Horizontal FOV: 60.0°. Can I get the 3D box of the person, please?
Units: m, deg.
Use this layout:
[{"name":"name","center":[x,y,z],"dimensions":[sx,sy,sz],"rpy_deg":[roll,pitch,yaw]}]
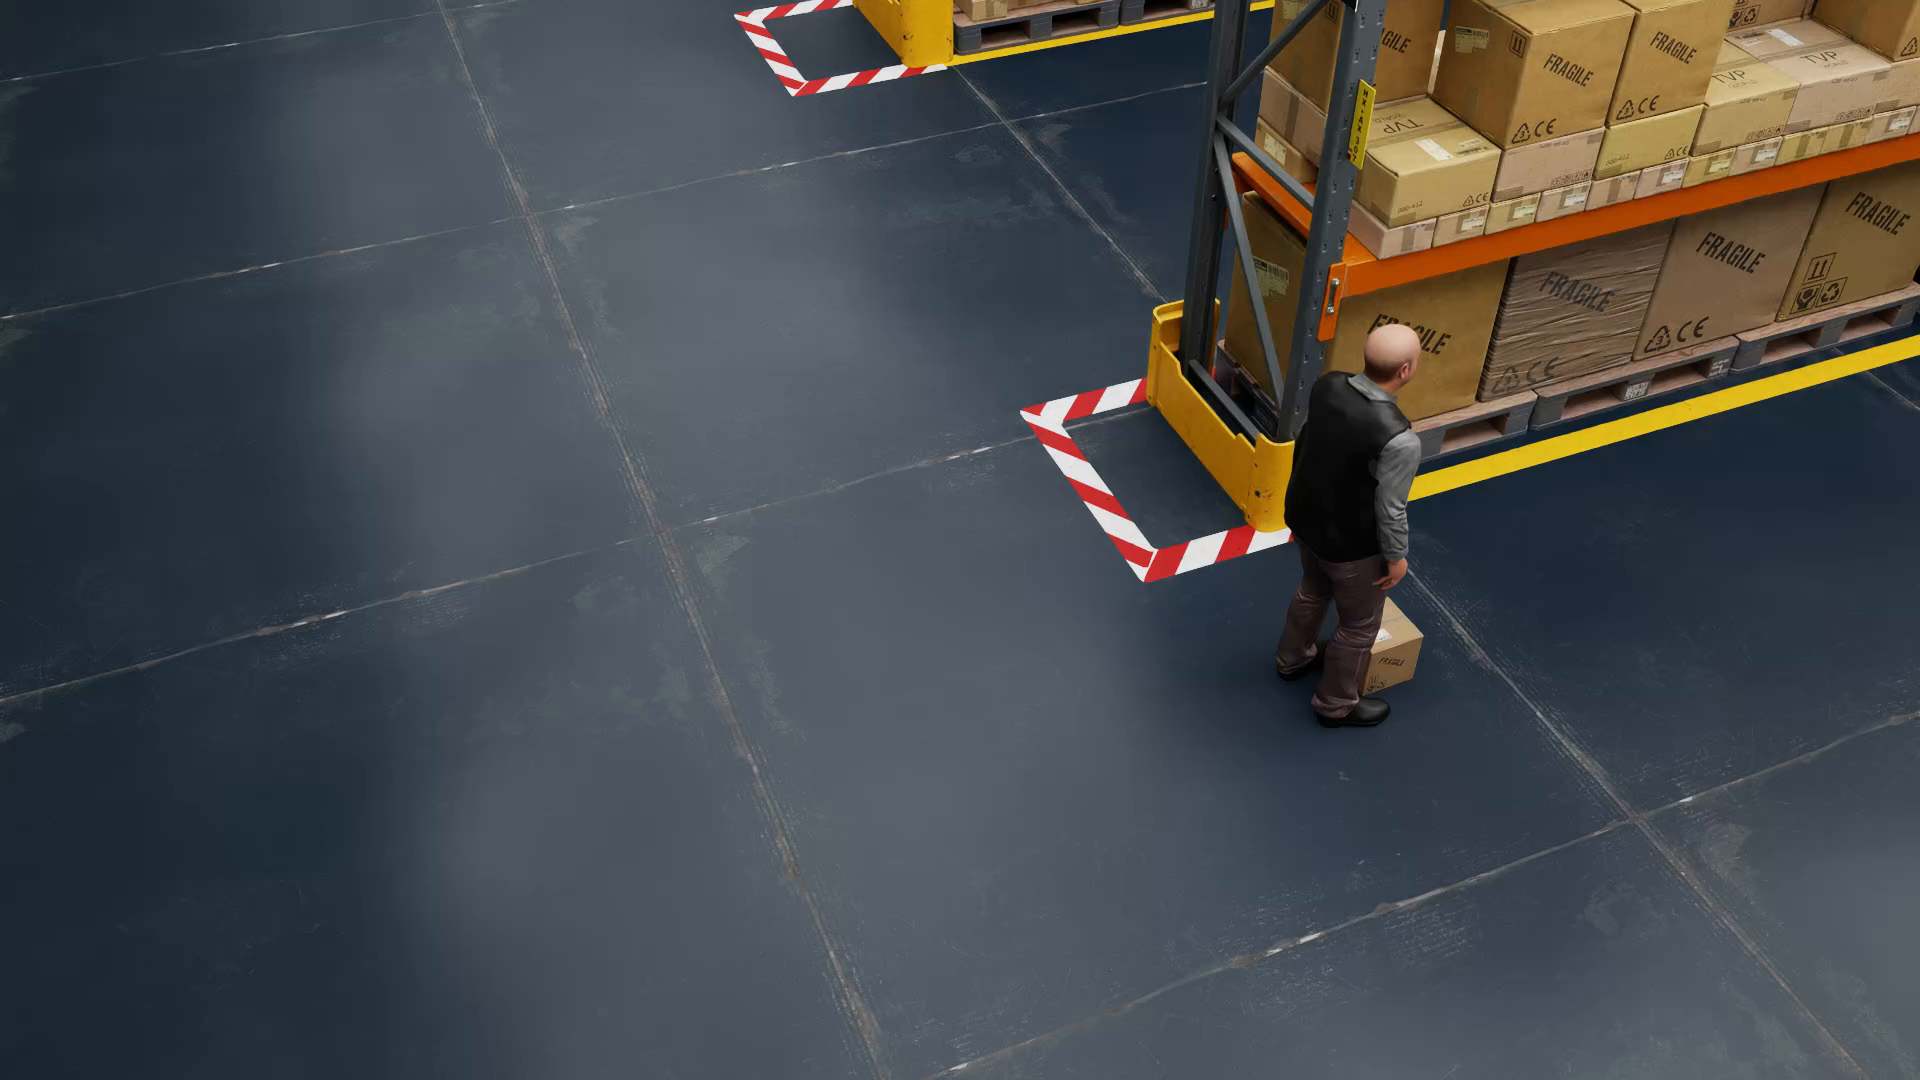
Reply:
[{"name":"person","center":[1.436,-0.044,6.228],"dimensions":[0.421,1.720,0.592],"rpy_deg":[-18,45,-19]}]
